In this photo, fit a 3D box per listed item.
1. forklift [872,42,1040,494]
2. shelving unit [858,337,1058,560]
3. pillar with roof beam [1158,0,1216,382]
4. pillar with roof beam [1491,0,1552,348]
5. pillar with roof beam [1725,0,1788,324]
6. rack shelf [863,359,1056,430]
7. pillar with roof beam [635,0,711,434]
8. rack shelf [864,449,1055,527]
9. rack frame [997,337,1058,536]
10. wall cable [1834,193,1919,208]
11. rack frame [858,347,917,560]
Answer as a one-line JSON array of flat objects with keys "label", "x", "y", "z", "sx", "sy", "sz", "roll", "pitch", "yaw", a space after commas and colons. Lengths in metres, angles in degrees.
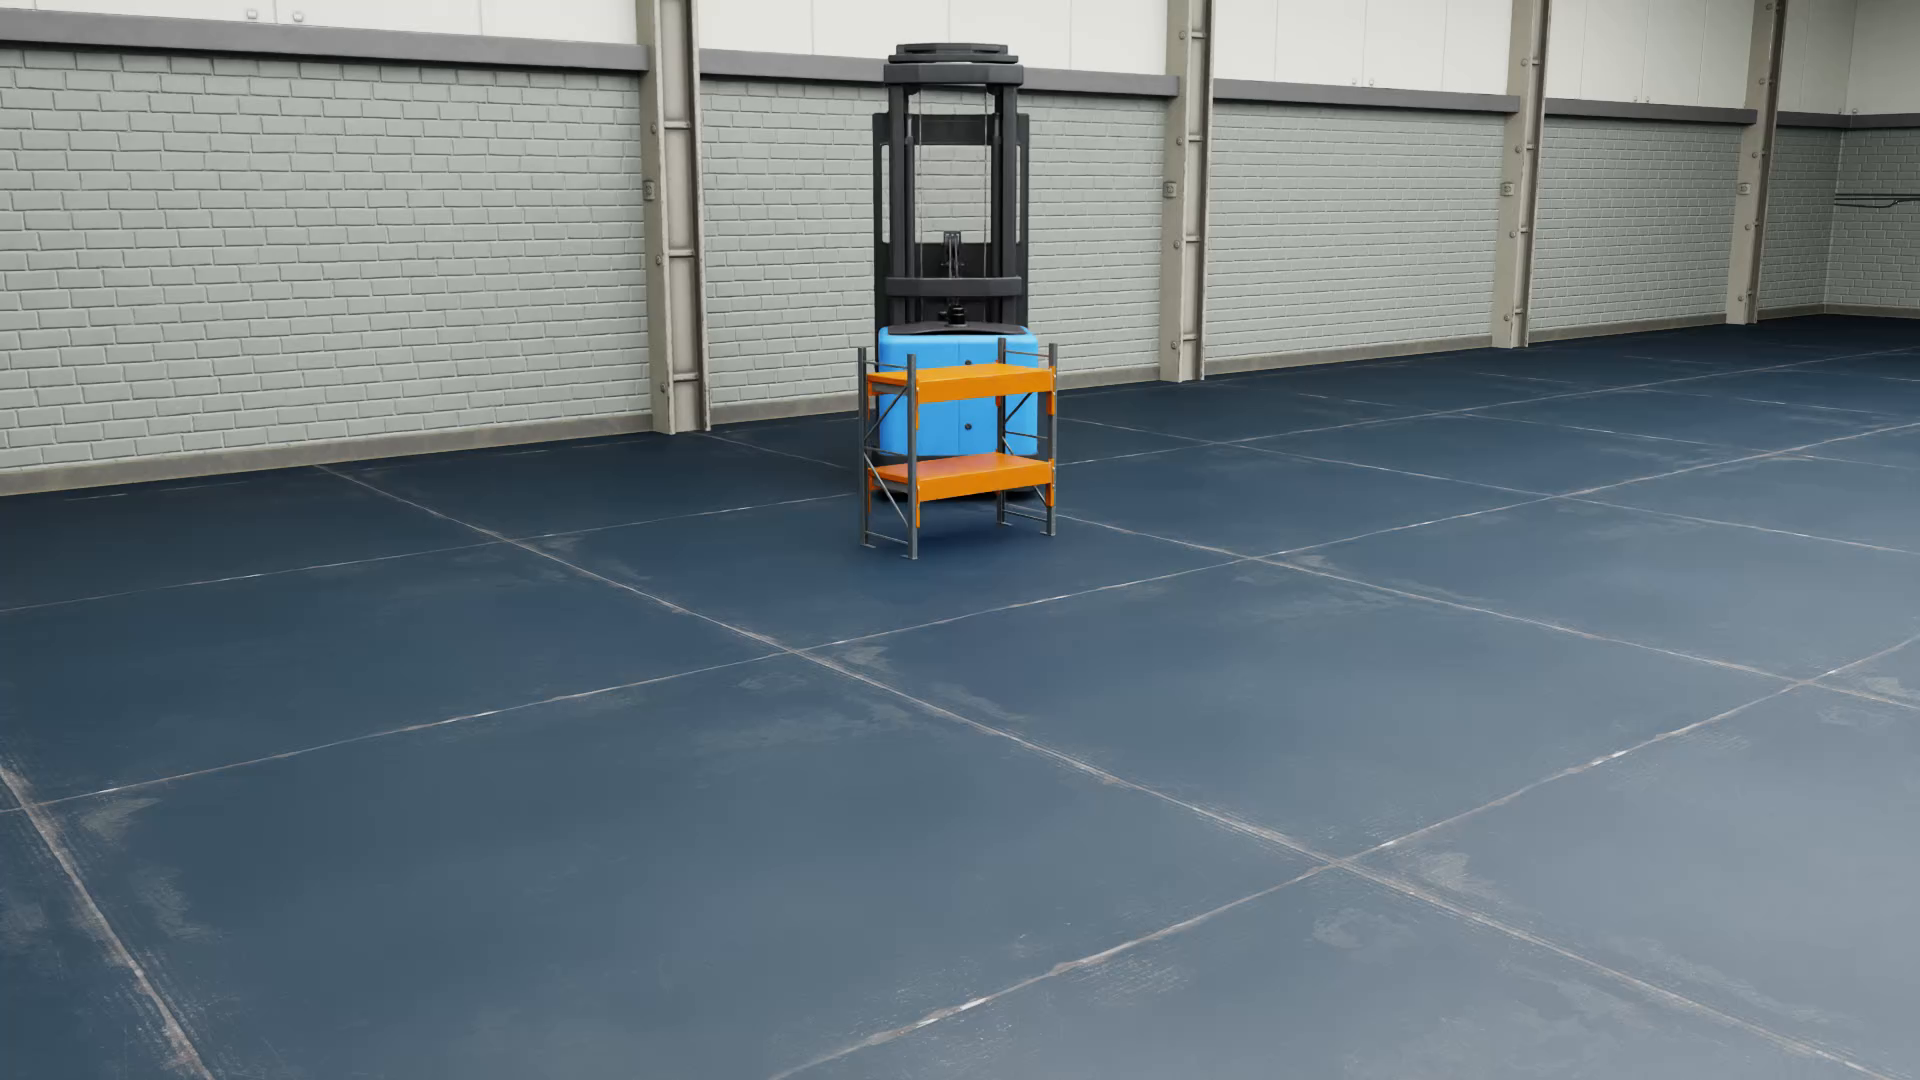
[{"label": "forklift", "x": -0.075, "y": -1.985, "z": 11.921, "sx": 1.130, "sy": 2.935, "sz": 3.031, "roll": -1, "pitch": 12, "yaw": -3}, {"label": "shelving unit", "x": -0.005, "y": -0.549, "z": 9.508, "sx": 1.048, "sy": 1.125, "sz": 0.538, "roll": -9, "pitch": 15, "yaw": -38}, {"label": "pillar with roof beam", "x": 5.034, "y": -5.404, "z": 13.414, "sx": 0.400, "sy": 9.000, "sz": 9.100, "roll": -9, "pitch": 15, "yaw": -38}, {"label": "pillar with roof beam", "x": 9.719, "y": -6.183, "z": 17.080, "sx": 0.400, "sy": 9.000, "sz": 9.100, "roll": -9, "pitch": 15, "yaw": -38}, {"label": "pillar with roof beam", "x": 14.405, "y": -6.961, "z": 20.747, "sx": 0.400, "sy": 9.000, "sz": 9.100, "roll": -9, "pitch": 15, "yaw": -38}, {"label": "rack shelf", "x": -0.005, "y": -0.836, "z": 9.447, "sx": 1.000, "sy": 0.278, "sz": 0.538, "roll": -9, "pitch": 15, "yaw": -38}, {"label": "pillar with roof beam", "x": 0.349, "y": -4.626, "z": 9.747, "sx": 0.400, "sy": 9.000, "sz": 9.100, "roll": -9, "pitch": 15, "yaw": -38}, {"label": "rack shelf", "x": -0.005, "y": -0.310, "z": 9.559, "sx": 1.000, "sy": 0.278, "sz": 0.538, "roll": -9, "pitch": 15, "yaw": -38}, {"label": "rack frame", "x": 0.392, "y": -0.615, "z": 9.818, "sx": 0.032, "sy": 1.125, "sz": 0.500, "roll": -9, "pitch": 15, "yaw": -38}, {"label": "wall cable", "x": 14.842, "y": -6.308, "z": 25.148, "sx": 0.112, "sy": 2.526, "sz": 3.097, "roll": -9, "pitch": 15, "yaw": -38}, {"label": "rack frame", "x": -0.402, "y": -0.483, "z": 9.197, "sx": 0.032, "sy": 1.125, "sz": 0.500, "roll": -9, "pitch": 15, "yaw": -38}]
